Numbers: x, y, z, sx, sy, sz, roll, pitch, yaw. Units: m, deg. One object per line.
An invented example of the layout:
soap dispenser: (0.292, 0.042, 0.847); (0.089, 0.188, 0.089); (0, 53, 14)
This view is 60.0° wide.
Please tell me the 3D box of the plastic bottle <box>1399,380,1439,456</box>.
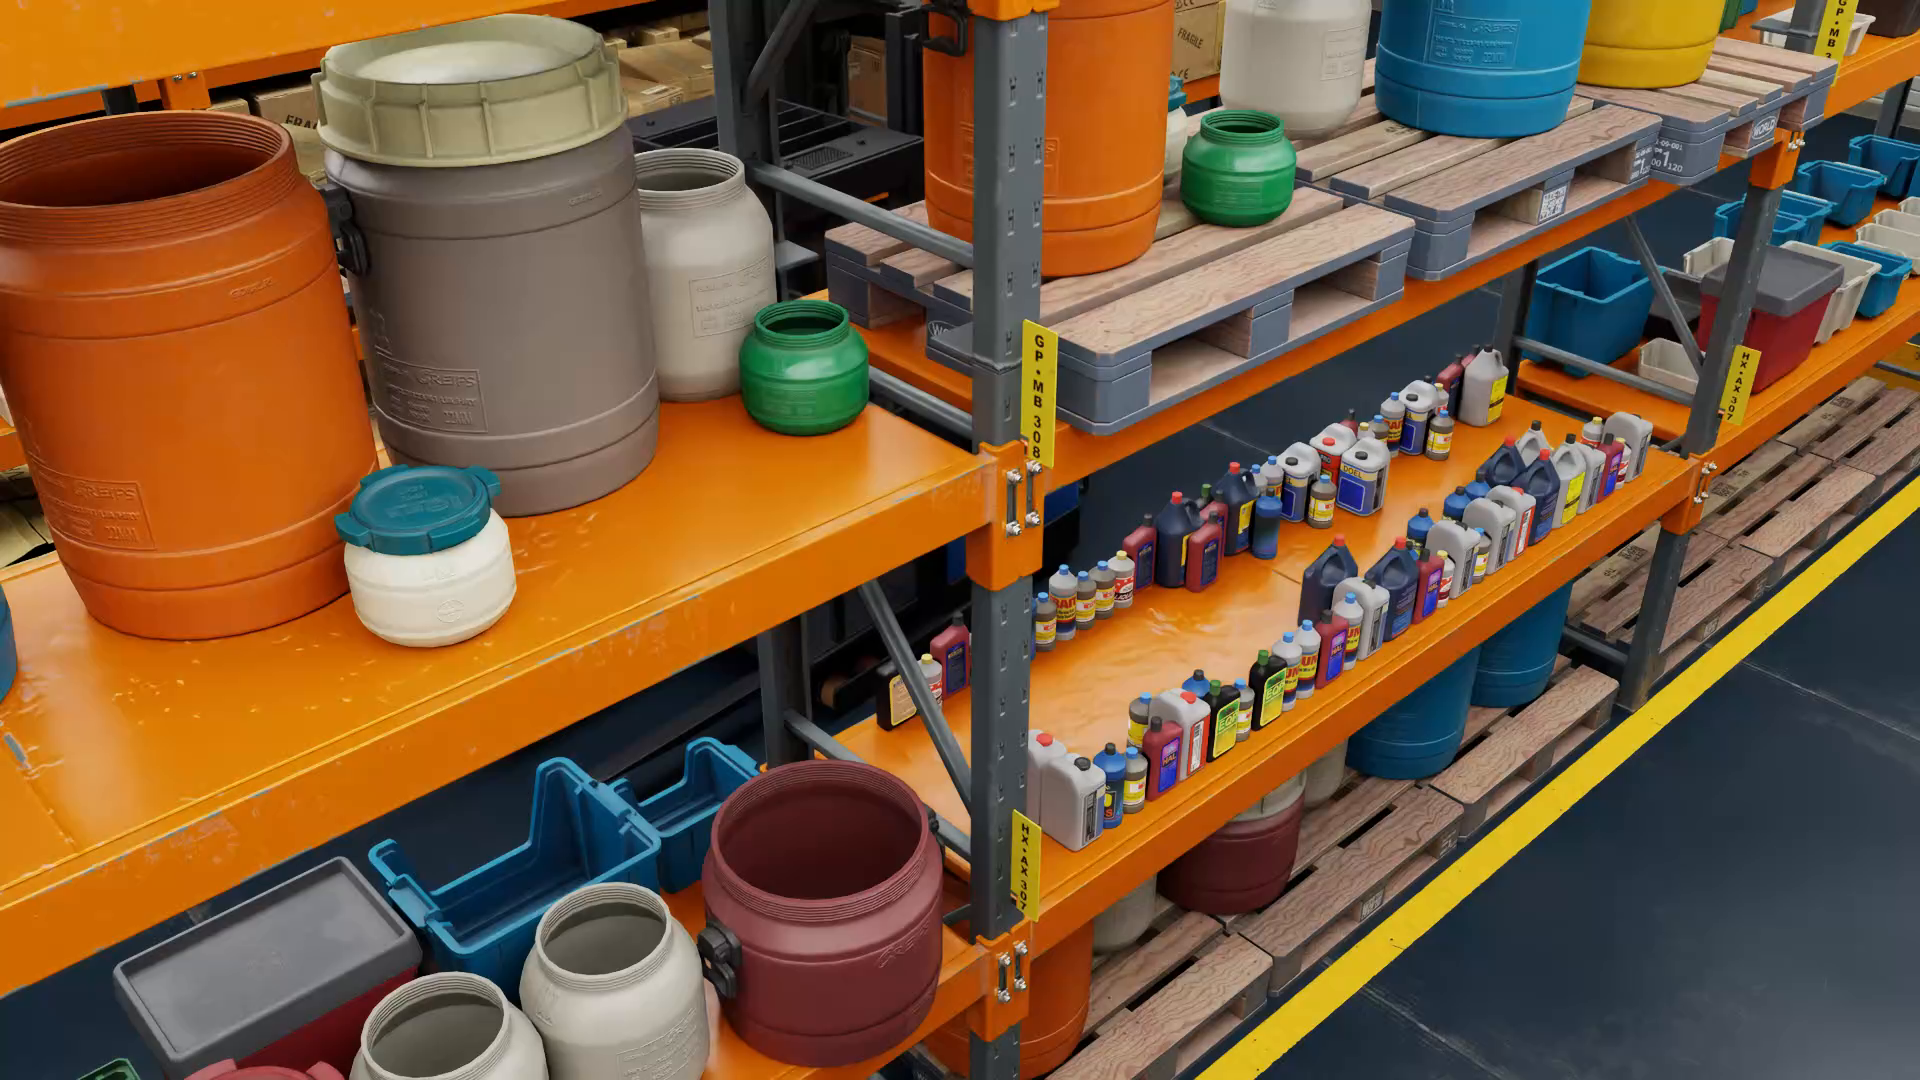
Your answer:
plastic bottle: (1.858, -0.506, 6.821); (0.135, 0.276, 0.152); (-26, 40, -35)

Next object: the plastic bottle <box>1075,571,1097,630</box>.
plastic bottle: (0.421, 0.201, 5.736); (0.097, 0.201, 0.097); (0, 31, 0)

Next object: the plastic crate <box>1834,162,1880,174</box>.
plastic crate: (4.961, -1.995, 9.333); (0.298, 0.136, 0.250); (-26, 40, -35)

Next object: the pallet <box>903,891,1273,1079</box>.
pallet: (0.341, 1.606, 5.921); (1.213, 0.211, 1.003); (-26, 40, -35)

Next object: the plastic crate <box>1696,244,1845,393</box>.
plastic crate: (3.550, -0.981, 7.360); (0.583, 0.464, 0.402); (-26, 40, -35)

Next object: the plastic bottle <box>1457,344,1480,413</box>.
plastic bottle: (2.166, -0.690, 7.116); (0.133, 0.283, 0.061); (-26, 40, -35)

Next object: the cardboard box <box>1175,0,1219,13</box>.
cardboard box: (1.406, -3.863, 11.138); (0.500, 0.500, 0.500); (-25, 39, -34)

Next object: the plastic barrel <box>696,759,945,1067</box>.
plastic barrel: (-0.343, 0.934, 4.216); (0.708, 0.536, 0.600); (-26, 40, -35)

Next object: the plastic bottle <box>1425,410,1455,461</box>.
plastic bottle: (1.956, -0.433, 6.773); (0.097, 0.201, 0.097); (0, 31, 0)

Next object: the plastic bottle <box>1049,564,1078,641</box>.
plastic bottle: (0.350, 0.206, 5.661); (0.097, 0.271, 0.097); (0, 31, 0)

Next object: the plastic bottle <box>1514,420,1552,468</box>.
plastic bottle: (2.175, -0.290, 6.396); (0.185, 0.351, 0.144); (-26, 40, -35)

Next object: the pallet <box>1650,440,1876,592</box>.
pallet: (4.132, -0.228, 8.920); (1.213, 0.211, 1.003); (-26, 40, -35)

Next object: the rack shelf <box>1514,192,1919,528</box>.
rack shelf: (4.191, -1.110, 8.379); (4.000, 0.370, 1.077); (-26, 40, -35)

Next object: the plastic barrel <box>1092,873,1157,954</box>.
plastic barrel: (0.492, 1.179, 5.928); (0.421, 0.512, 0.421); (0, 31, 0)

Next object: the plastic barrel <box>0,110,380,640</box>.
plastic barrel: (-1.438, -0.311, 3.096); (0.708, 0.830, 0.600); (-26, 40, -35)

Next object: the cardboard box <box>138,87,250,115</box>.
cardboard box: (-5.670, -2.859, 12.208); (0.750, 0.750, 0.750); (-26, 40, -36)

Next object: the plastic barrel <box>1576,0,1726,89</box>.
plastic barrel: (2.193, -1.845, 5.433); (0.600, 0.588, 0.600); (0, 31, 0)

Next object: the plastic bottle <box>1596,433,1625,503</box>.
plastic bottle: (2.517, -0.294, 6.468); (0.133, 0.283, 0.061); (-26, 40, -35)

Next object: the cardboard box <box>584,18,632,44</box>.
cardboard box: (-3.057, -4.418, 14.472); (0.250, 0.149, 0.380); (-27, 41, -37)

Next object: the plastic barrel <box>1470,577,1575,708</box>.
plastic barrel: (2.314, 0.195, 7.164); (0.708, 0.901, 0.600); (-26, 40, -35)

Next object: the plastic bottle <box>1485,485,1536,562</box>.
plastic bottle: (2.018, -0.082, 6.128); (0.135, 0.276, 0.152); (-26, 40, -35)

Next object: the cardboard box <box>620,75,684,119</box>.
cardboard box: (-1.894, -2.175, 8.933); (0.700, 0.500, 0.500); (18, 36, 27)

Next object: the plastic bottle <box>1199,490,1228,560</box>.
plastic bottle: (0.911, -0.040, 6.052); (0.133, 0.283, 0.061); (-26, 40, -35)

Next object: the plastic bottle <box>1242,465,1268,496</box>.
plastic bottle: (1.102, -0.158, 6.256); (0.097, 0.271, 0.097); (0, 31, 0)

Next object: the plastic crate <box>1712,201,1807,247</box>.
plastic crate: (4.067, -1.545, 8.504); (0.300, 0.233, 0.416); (-26, 40, -35)

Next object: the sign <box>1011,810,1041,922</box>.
sign: (0.171, 0.850, 4.328); (0.005, 0.325, 0.100); (-26, 40, -35)

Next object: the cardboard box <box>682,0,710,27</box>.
cardboard box: (-2.309, -4.780, 15.064); (0.250, 0.149, 0.380); (-25, 39, -35)

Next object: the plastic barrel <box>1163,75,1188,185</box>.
plastic barrel: (0.478, -1.124, 4.568); (0.301, 0.262, 0.301); (0, 31, 0)

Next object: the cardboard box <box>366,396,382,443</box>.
cardboard box: (-3.046, -0.358, 8.434); (0.500, 0.500, 0.500); (-24, 39, -34)

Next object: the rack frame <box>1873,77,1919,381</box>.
rack frame: (5.658, -2.126, 9.351); (0.127, 3.000, 1.000); (-26, 40, -35)

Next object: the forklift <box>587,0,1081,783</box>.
forklift: (-0.733, -0.778, 7.213); (1.130, 2.935, 3.031); (25, 39, 34)

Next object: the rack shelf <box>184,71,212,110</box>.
rack shelf: (-2.107, -2.867, 8.377); (4.000, 0.370, 1.077); (-26, 40, -35)

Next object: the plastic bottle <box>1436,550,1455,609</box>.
plastic bottle: (1.682, 0.131, 5.850); (0.097, 0.201, 0.097); (0, 31, 0)

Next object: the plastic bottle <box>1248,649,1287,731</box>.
plastic bottle: (0.966, 0.456, 5.241); (0.133, 0.283, 0.061); (-26, 40, -35)

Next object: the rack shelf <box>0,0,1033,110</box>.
rack shelf: (-1.675, -0.661, 2.277); (4.000, 0.370, 1.077); (-26, 40, -35)

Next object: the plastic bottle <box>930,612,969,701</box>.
plastic bottle: (-0.033, 0.373, 5.376); (0.133, 0.283, 0.061); (-26, 40, -35)

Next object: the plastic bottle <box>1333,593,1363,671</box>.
plastic bottle: (1.279, 0.297, 5.513); (0.097, 0.271, 0.097); (0, 31, 0)

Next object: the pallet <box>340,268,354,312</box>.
pallet: (-3.124, -1.370, 8.299); (1.003, 0.211, 1.213); (-26, 40, -35)

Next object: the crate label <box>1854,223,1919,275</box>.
crate label: (4.773, -1.475, 8.482); (0.243, 0.136, 0.396); (-26, 40, -35)

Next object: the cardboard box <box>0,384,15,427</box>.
cardboard box: (-4.045, -0.652, 7.183); (0.250, 0.149, 0.380); (-26, 40, -35)

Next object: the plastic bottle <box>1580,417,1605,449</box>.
plastic bottle: (2.557, -0.400, 6.719); (0.097, 0.201, 0.097); (0, 31, 0)

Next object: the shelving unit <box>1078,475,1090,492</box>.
shelving unit: (0.401, -1.135, 8.594); (0.431, 2.100, 0.503); (25, 39, 34)

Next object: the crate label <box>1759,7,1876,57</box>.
crate label: (3.280, -1.937, 6.420); (0.466, 0.136, 0.293); (-26, 40, -35)

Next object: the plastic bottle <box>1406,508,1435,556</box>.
plastic bottle: (1.650, 0.009, 5.984); (0.097, 0.271, 0.097); (0, 31, 0)

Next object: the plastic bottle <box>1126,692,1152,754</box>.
plastic bottle: (0.569, 0.561, 5.147); (0.097, 0.201, 0.097); (0, 31, 0)

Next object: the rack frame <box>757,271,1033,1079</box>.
rack frame: (-0.209, 0.712, 4.711); (0.127, 3.000, 1.000); (-26, 40, -35)

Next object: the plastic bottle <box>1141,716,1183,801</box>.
plastic bottle: (0.601, 0.633, 4.952); (0.133, 0.283, 0.061); (-26, 40, -35)

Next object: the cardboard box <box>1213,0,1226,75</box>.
cardboard box: (1.771, -3.616, 11.693); (0.500, 0.500, 0.500); (-25, 40, -35)

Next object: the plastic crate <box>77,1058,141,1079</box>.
plastic crate: (-2.057, 1.495, 3.632); (0.662, 0.188, 0.450); (-26, 40, -35)

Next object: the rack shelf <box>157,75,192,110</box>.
rack shelf: (-5.040, -1.448, 6.057); (4.000, 0.370, 1.077); (-26, 40, -35)
